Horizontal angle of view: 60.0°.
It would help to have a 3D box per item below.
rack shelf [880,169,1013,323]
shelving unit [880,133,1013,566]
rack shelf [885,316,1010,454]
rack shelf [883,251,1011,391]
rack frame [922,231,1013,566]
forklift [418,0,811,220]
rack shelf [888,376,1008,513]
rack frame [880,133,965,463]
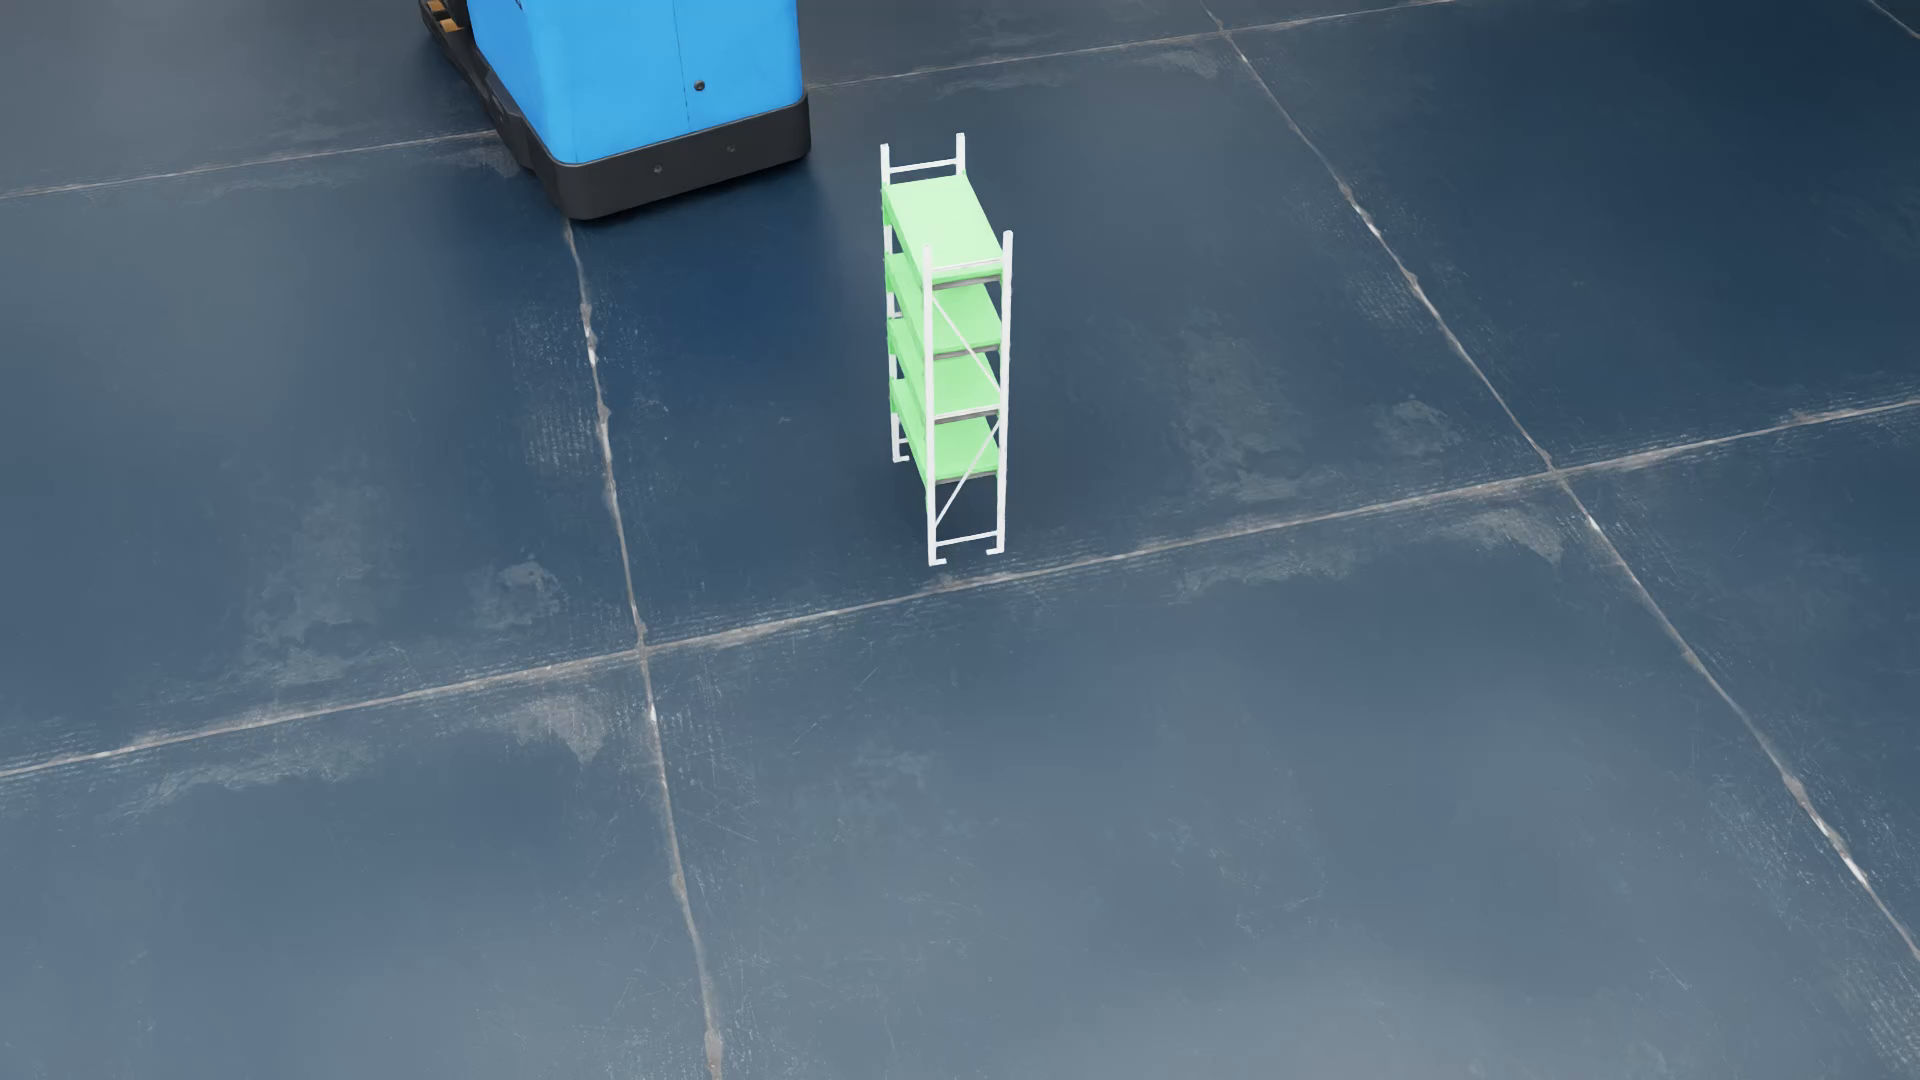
[{"bbox_3d":[-0.042,-0.825,4.636,0.258,0.148,0.480,-11,47,-10],"label":"rack shelf"},{"bbox_3d":[-0.042,-0.534,4.933,0.258,1.200,0.503,-11,47,-10],"label":"shelving unit"},{"bbox_3d":[-0.042,-0.490,4.979,0.258,0.148,0.480,-11,47,-10],"label":"rack shelf"},{"bbox_3d":[-0.042,-0.658,4.808,0.258,0.148,0.480,-11,47,-10],"label":"rack shelf"},{"bbox_3d":[0.020,-0.366,4.768,0.240,1.200,0.015,-11,47,-10],"label":"rack frame"},{"bbox_3d":[-1.751,-3.297,6.429,1.130,2.935,3.031,-21,49,-20],"label":"forklift"},{"bbox_3d":[-0.042,-0.322,5.151,0.258,0.148,0.480,-11,47,-10],"label":"rack shelf"},{"bbox_3d":[-0.105,-0.703,5.099,0.240,1.200,0.015,-11,47,-10],"label":"rack frame"}]
